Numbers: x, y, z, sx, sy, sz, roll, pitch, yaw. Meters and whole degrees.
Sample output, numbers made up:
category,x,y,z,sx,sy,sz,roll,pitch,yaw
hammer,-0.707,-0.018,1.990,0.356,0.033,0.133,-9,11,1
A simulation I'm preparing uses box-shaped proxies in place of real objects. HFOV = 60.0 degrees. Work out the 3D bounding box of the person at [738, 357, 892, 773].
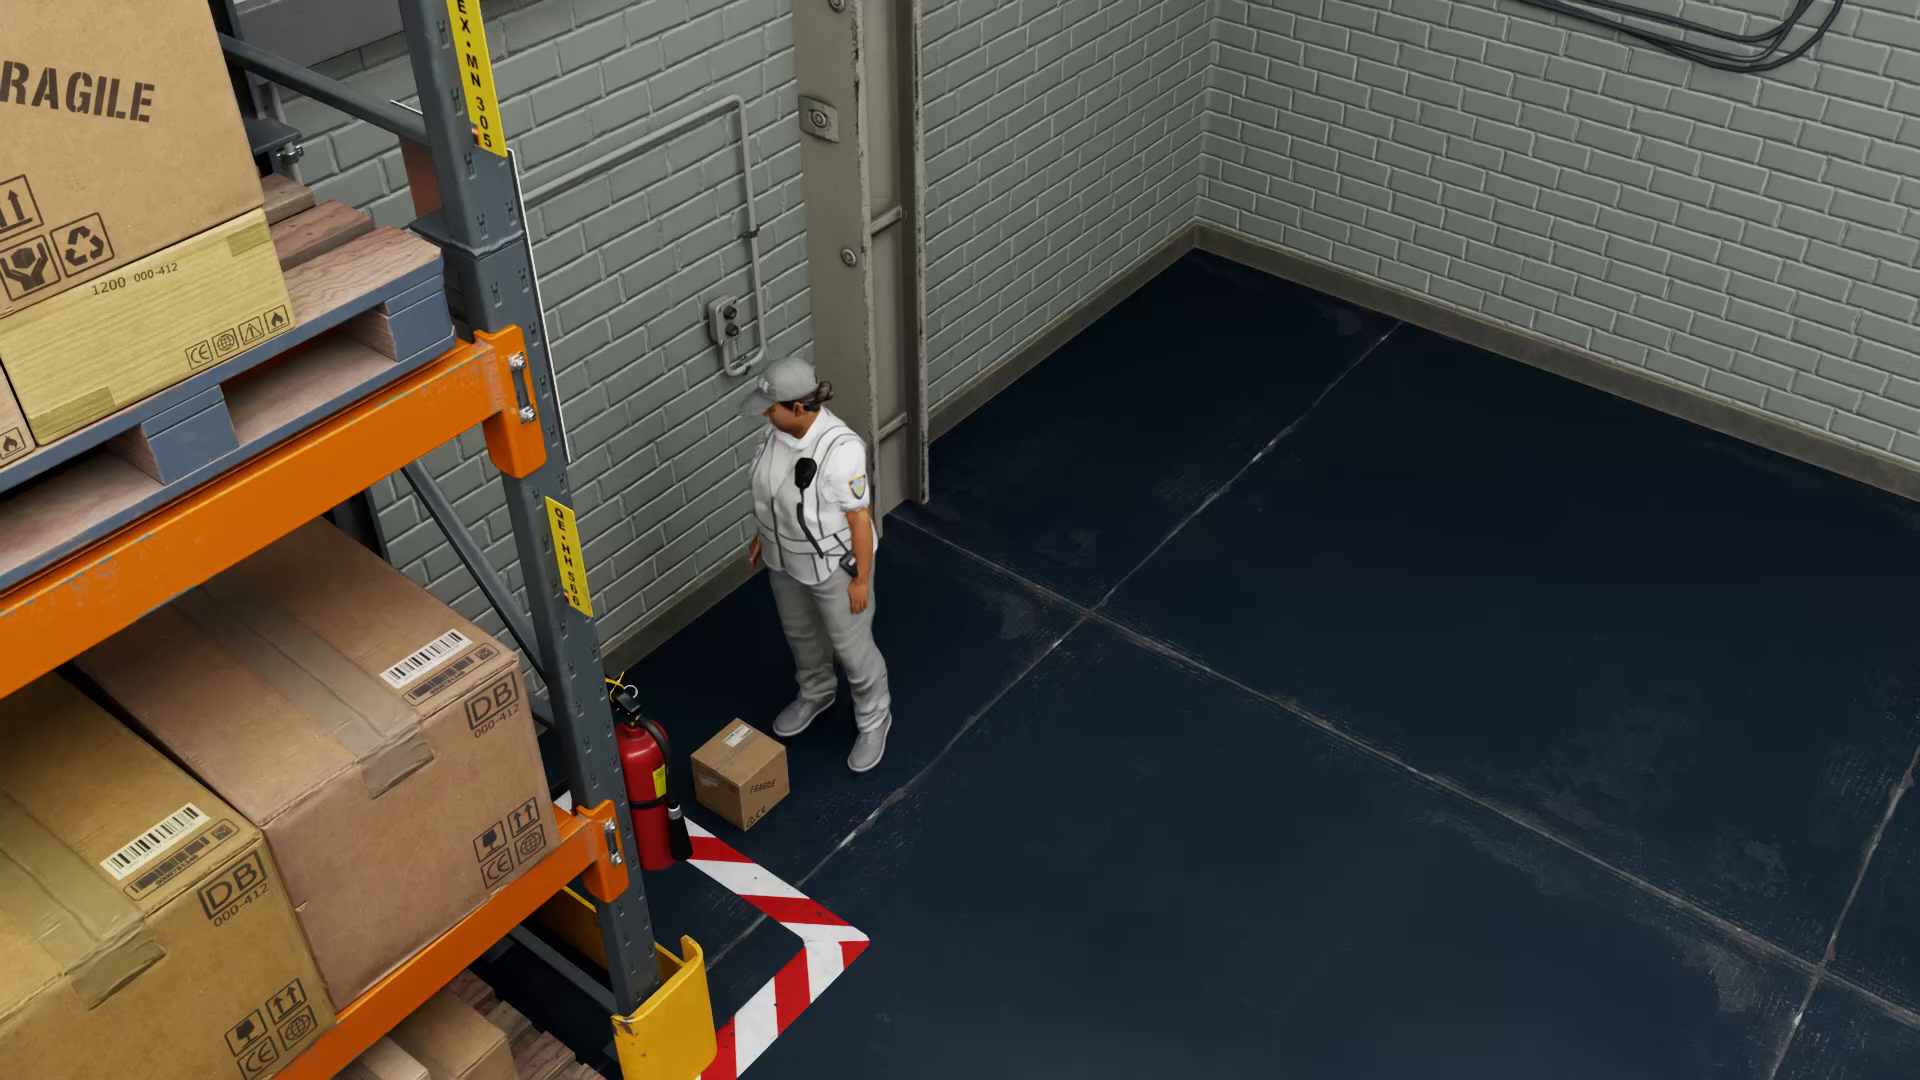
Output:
category,x,y,z,sx,sy,sz,roll,pitch,yaw
person,-0.518,0.081,6.036,0.587,1.678,0.389,26,46,28
